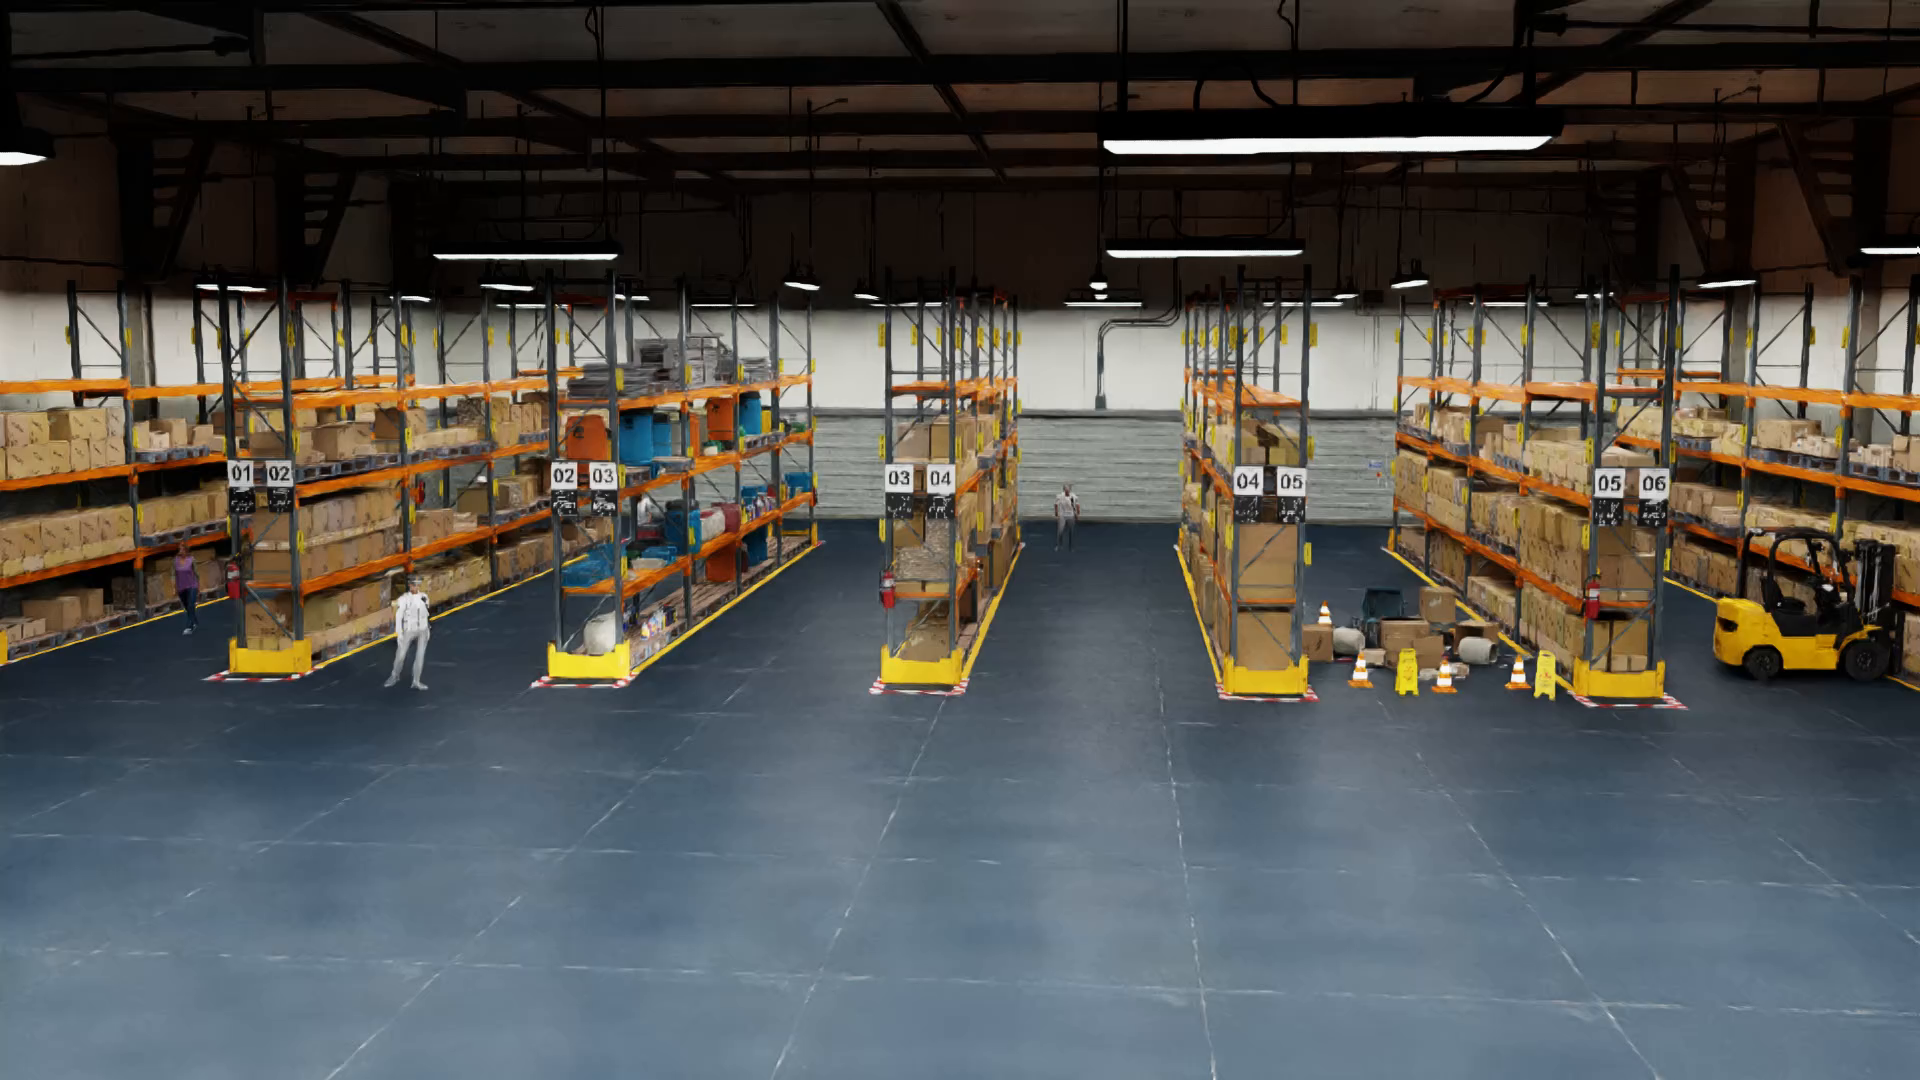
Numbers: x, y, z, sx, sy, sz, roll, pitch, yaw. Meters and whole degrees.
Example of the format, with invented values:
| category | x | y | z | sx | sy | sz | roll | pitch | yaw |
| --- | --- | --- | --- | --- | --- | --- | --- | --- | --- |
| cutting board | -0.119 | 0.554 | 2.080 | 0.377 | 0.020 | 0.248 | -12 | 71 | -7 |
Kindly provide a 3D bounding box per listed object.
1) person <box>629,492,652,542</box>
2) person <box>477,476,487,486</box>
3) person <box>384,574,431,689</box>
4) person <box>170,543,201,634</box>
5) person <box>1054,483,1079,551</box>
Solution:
| category | x | y | z | sx | sy | sz | roll | pitch | yaw |
| --- | --- | --- | --- | --- | --- | --- | --- | --- | --- |
| person | -7.093 | -0.332 | 36.876 | 0.579 | 1.732 | 1.042 | 1 | 7 | 4 |
| person | -11.415 | -0.690 | 39.899 | 0.677 | 1.726 | 0.574 | 0 | 7 | 3 |
| person | -7.876 | 1.307 | 23.710 | 0.654 | 1.661 | 0.502 | -5 | 9 | -36 |
| person | -13.155 | 0.803 | 28.254 | 0.411 | 1.534 | 0.956 | 0 | 7 | -4 |
| person | 2.515 | -0.552 | 39.171 | 0.592 | 1.629 | 0.532 | 0 | 7 | 3 |
